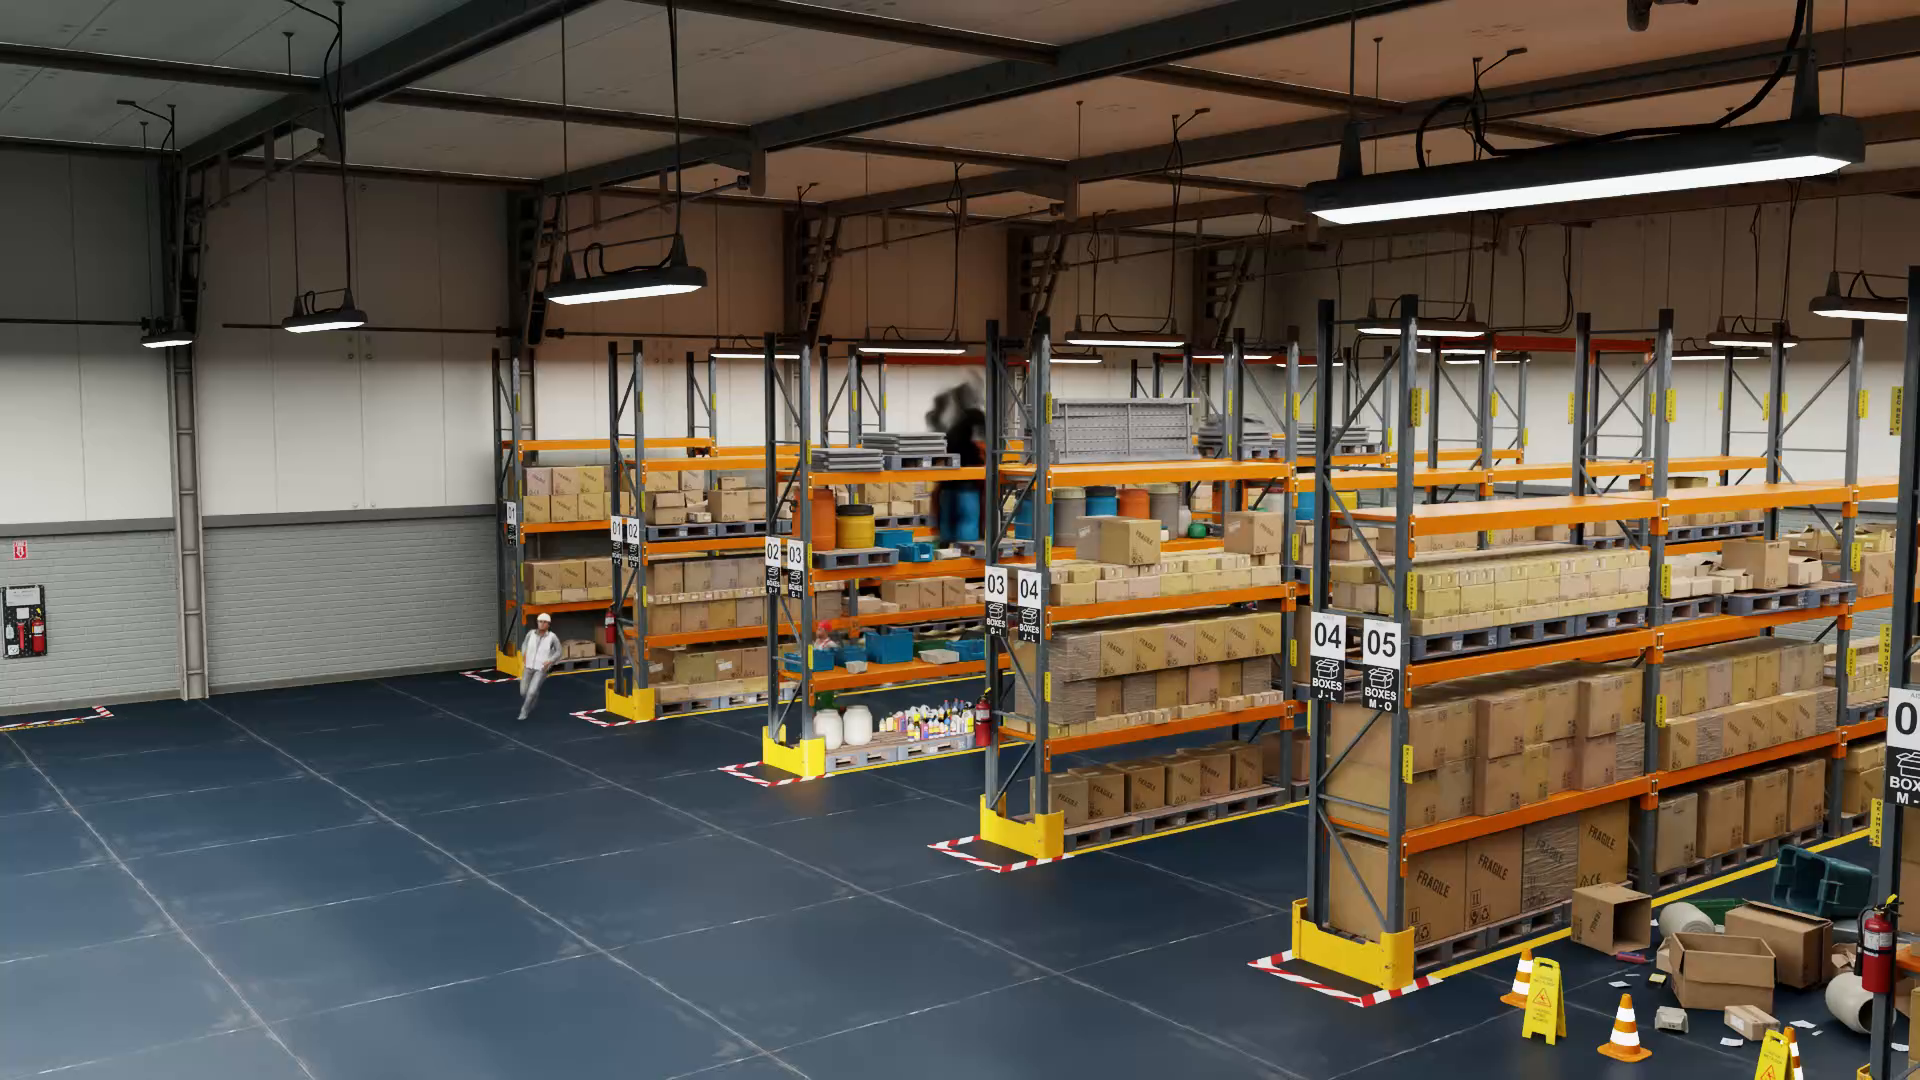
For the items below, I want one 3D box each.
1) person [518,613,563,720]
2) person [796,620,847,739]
[{"bbox_3d":[-6.691,1.999,26.563,0.703,1.696,0.690,1,5,6],"label":"person"},{"bbox_3d":[-2.054,2.082,24.924,0.954,1.768,0.667,-4,7,-40],"label":"person"}]
